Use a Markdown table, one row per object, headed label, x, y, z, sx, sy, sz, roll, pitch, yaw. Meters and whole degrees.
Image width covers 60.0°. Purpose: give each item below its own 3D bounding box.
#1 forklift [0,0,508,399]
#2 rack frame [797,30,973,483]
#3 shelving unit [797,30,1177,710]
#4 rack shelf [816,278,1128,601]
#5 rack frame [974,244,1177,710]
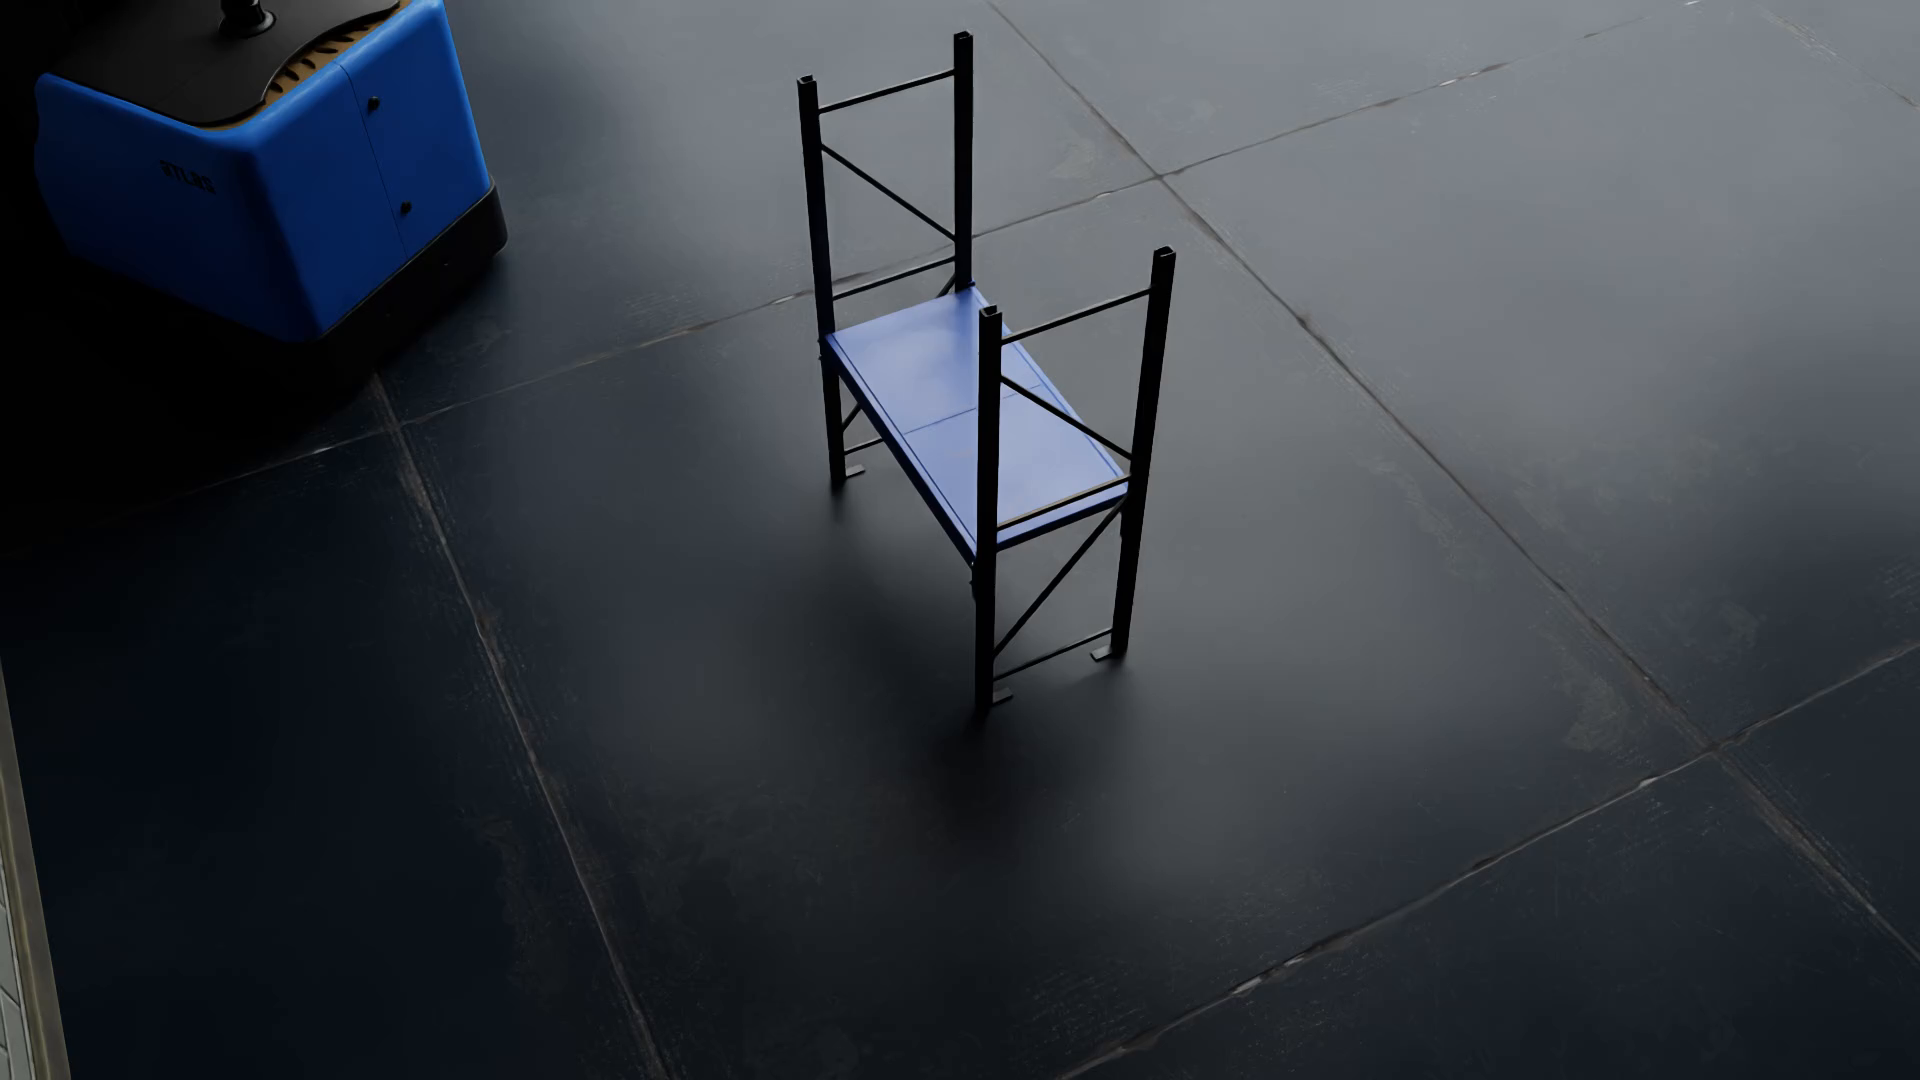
| label | x | y | z | sx | sy | sz | roll | pitch | yaw |
| --- | --- | --- | --- | --- | --- | --- | --- | --- | --- |
| forklift | -3.211 | -2.240 | 5.262 | 3.031 | 2.935 | 1.130 | 22 | 52 | 18 |
| rack frame | -0.194 | -0.777 | 4.933 | 0.500 | 1.500 | 0.032 | -21 | 52 | -18 |
| shelving unit | 0.039 | -0.437 | 4.636 | 0.538 | 1.500 | 1.048 | -21 | 52 | -18 |
| rack shelf | 0.039 | -0.318 | 4.771 | 0.538 | 0.185 | 1.000 | -21 | 52 | -18 |
| rack frame | 0.272 | -0.096 | 4.338 | 0.500 | 1.500 | 0.032 | -21 | 52 | -18 |
